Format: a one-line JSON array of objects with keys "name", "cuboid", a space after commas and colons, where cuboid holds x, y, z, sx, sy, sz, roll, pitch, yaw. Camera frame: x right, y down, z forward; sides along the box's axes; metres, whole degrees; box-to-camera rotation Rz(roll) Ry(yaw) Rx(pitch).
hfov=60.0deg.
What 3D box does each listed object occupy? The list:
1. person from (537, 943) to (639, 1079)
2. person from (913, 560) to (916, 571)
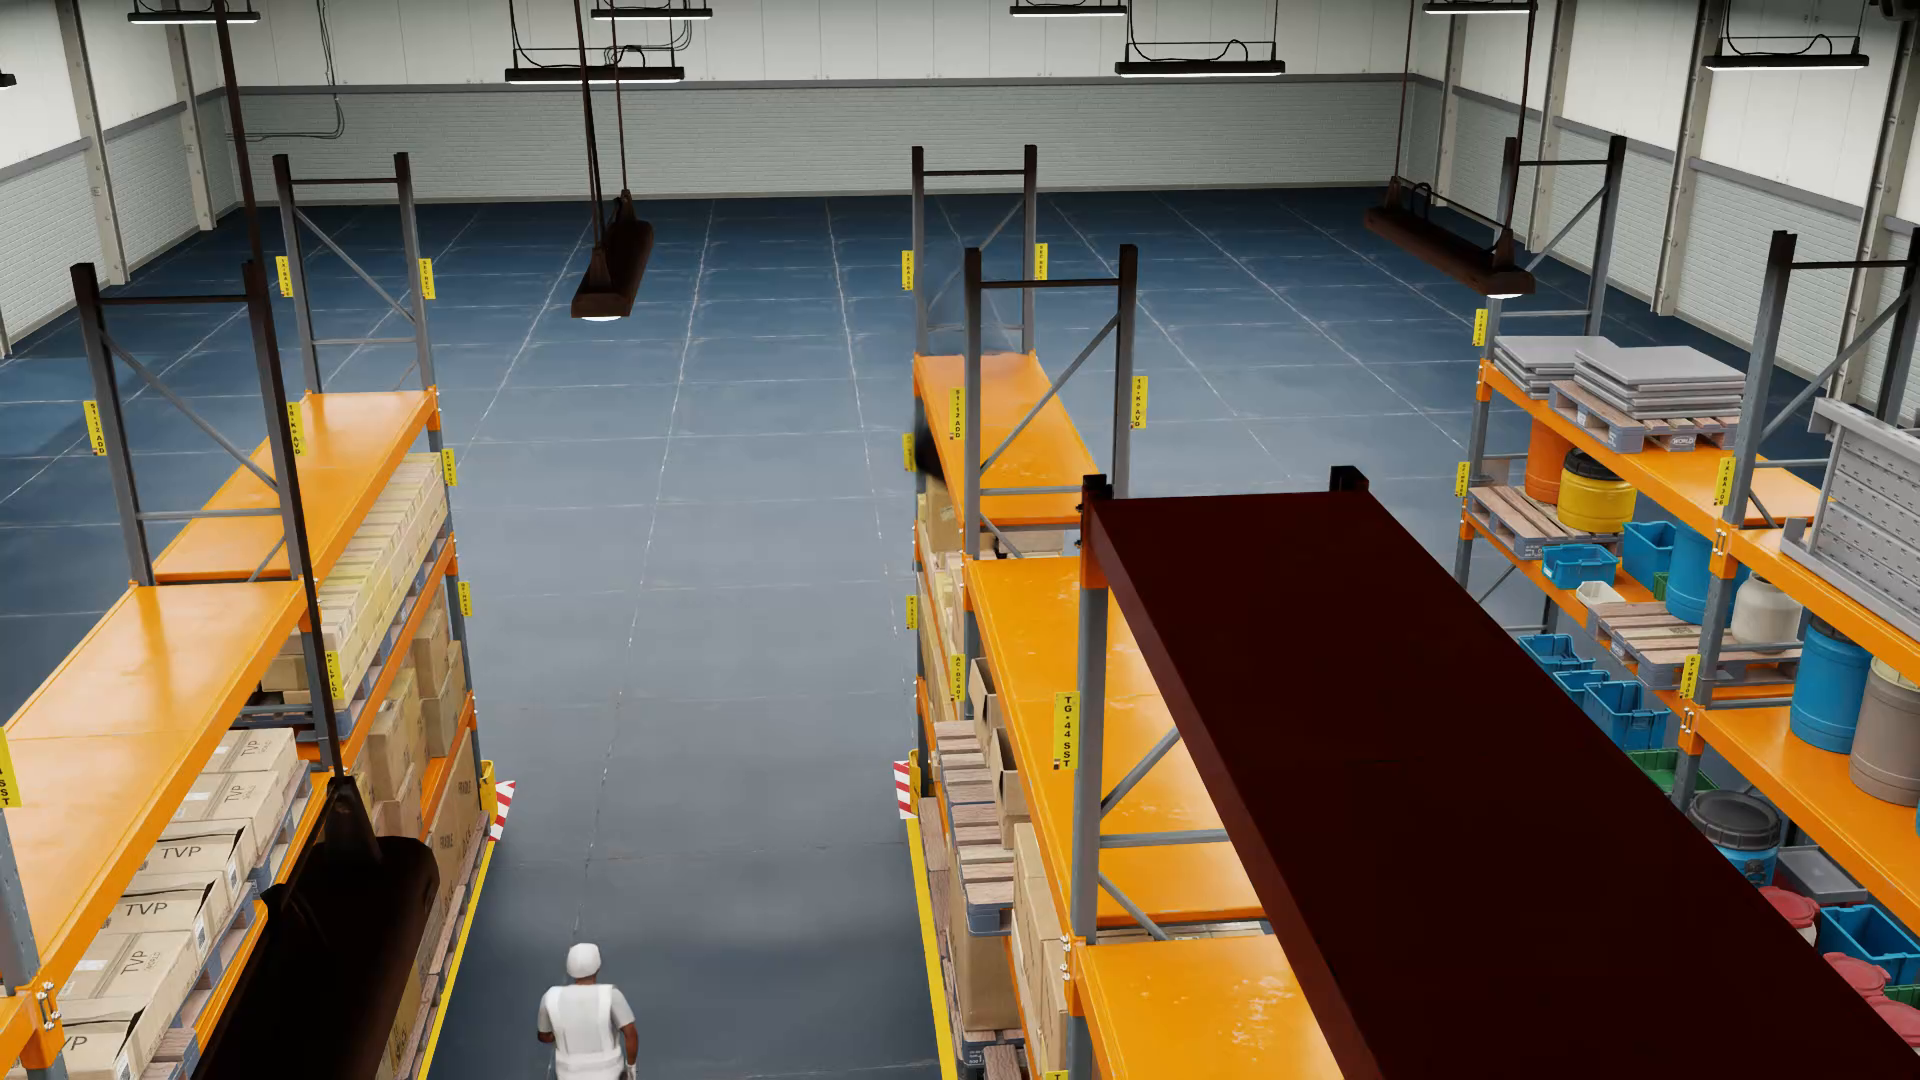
[{"name": "person", "cuboid": [-2.371, 3.381, 10.732, 0.647, 1.711, 0.684, -3, 22, -8]}, {"name": "person", "cuboid": [-0.263, 0.973, 17.106, 0.630, 1.545, 0.798, -20, 29, -41]}]
